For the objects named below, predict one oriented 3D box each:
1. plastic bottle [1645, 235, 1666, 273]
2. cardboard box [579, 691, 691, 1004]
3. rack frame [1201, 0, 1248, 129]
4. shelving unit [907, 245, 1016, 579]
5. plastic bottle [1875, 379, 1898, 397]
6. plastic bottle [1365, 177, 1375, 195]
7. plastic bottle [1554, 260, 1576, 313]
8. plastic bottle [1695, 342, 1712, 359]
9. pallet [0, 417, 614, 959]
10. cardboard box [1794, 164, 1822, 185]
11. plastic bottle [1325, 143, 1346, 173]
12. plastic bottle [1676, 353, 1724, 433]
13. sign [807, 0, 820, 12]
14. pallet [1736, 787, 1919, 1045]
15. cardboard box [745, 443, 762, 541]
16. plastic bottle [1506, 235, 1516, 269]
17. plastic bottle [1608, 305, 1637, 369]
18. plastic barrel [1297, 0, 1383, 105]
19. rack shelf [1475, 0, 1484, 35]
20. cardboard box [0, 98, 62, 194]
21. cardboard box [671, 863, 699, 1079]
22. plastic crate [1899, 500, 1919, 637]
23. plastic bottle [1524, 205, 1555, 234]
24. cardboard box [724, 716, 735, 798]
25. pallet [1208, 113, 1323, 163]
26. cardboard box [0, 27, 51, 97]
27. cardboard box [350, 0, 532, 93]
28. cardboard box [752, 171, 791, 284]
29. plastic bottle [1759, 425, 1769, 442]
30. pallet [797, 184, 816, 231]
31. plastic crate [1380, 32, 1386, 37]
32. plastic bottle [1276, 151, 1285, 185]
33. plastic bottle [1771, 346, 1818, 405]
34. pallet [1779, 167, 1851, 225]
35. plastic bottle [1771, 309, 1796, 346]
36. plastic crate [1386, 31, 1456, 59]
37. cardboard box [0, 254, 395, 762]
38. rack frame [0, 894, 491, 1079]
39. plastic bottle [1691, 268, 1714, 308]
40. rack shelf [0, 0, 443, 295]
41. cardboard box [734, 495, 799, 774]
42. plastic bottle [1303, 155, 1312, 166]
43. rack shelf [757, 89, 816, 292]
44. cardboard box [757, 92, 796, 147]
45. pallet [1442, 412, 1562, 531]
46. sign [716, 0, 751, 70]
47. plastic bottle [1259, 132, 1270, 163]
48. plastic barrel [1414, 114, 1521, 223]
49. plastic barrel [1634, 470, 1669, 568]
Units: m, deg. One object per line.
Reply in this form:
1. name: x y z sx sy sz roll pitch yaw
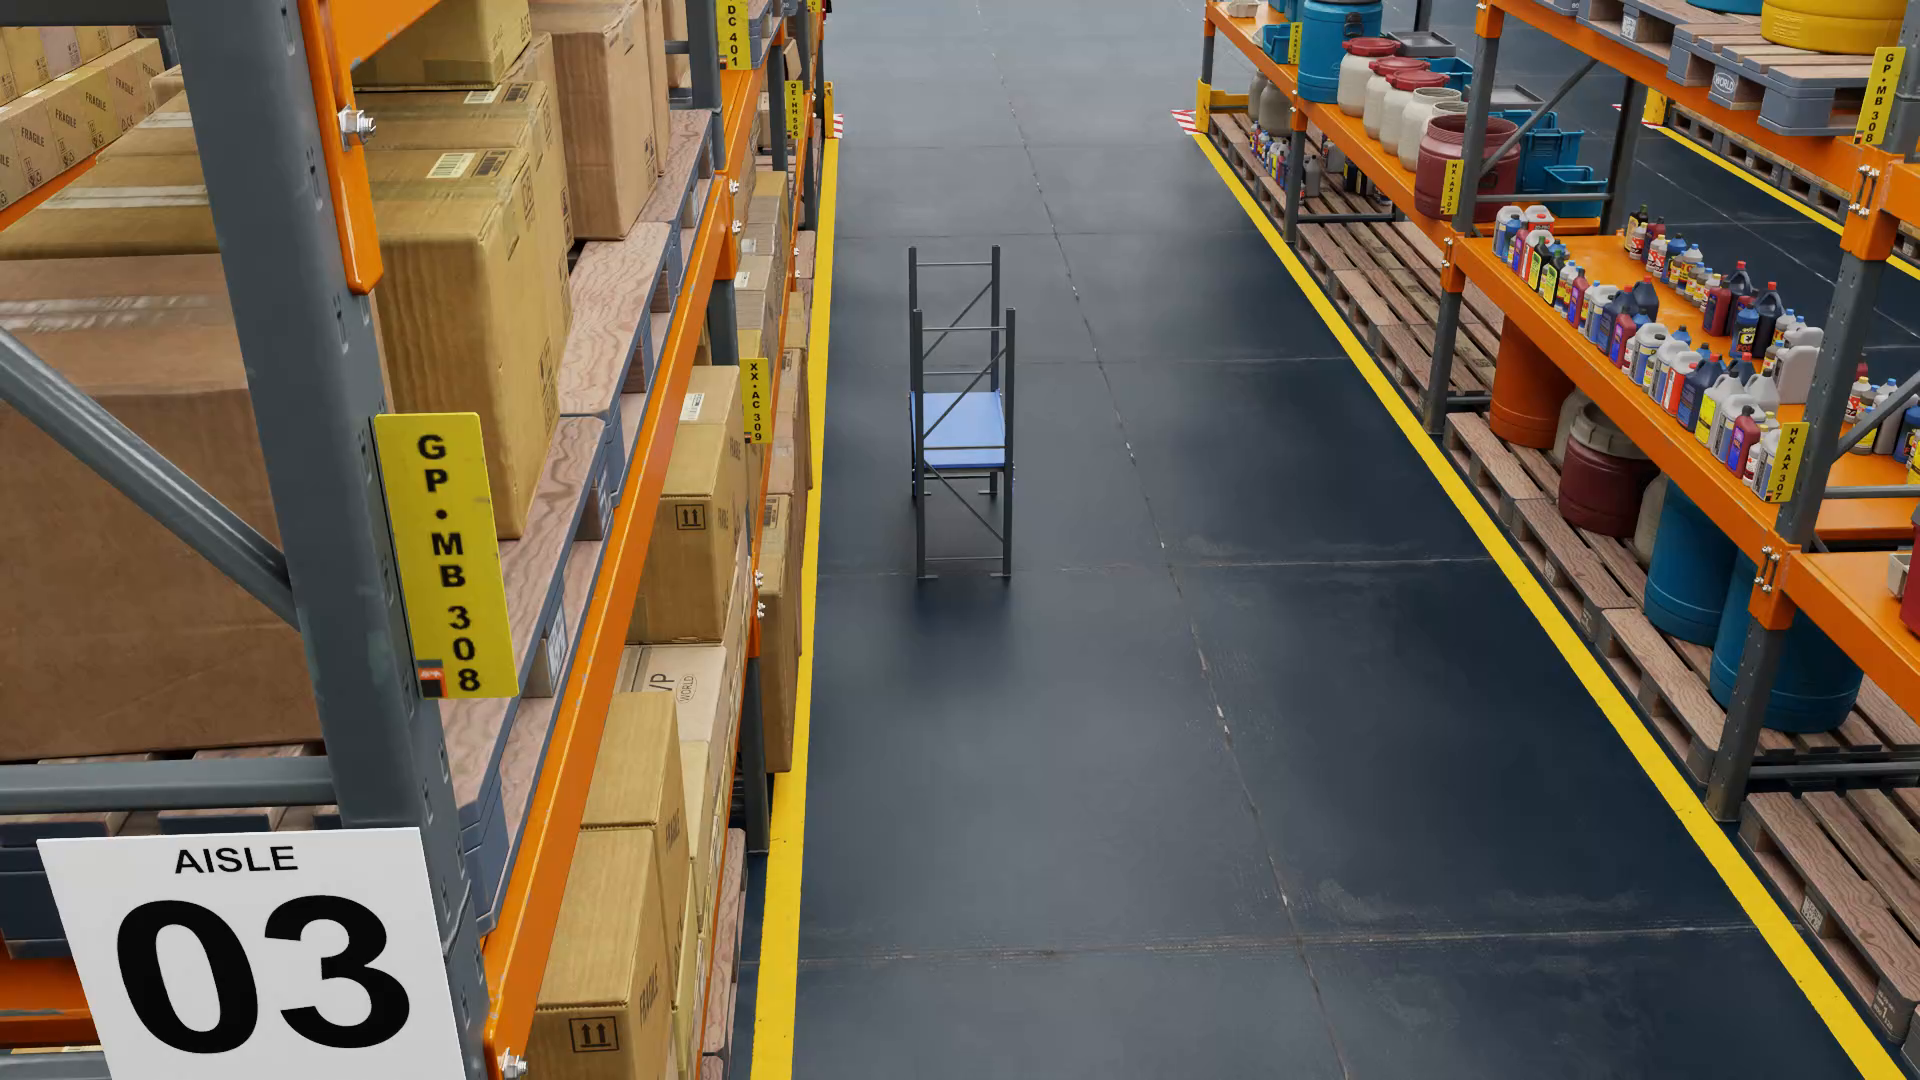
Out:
1. plastic bottle: 3.903 -1.604 9.296 0.097 0.201 0.097 0 28 0
2. cardboard box: -0.887 0.690 3.714 0.500 0.500 0.500 -2 28 -4
3. rack frame: 3.038 -5.723 16.979 1.000 3.000 0.127 -1 28 -3
4. shelving unit: -0.004 -0.704 8.979 0.538 1.500 1.048 -1 28 -3
5. plastic bottle: 4.023 -0.570 7.239 0.097 0.271 0.097 0 28 0
6. plastic bottle: 3.624 -3.170 14.553 0.152 0.276 0.135 0 28 -1
7. plastic bottle: 3.177 -1.328 8.691 0.097 0.271 0.097 0 28 0
8. plastic bottle: 3.392 -0.774 7.629 0.097 0.271 0.097 0 28 0
9. pallet: -1.122 0.153 2.566 1.003 0.211 1.213 -1 28 -3
10. cardboard box: 7.935 -3.401 15.046 0.500 0.250 0.500 -1 28 -3
11. plastic bottle: 3.440 -3.514 15.214 0.152 0.276 0.135 -1 28 -3
12. plastic bottle: 3.280 -0.661 7.328 0.144 0.351 0.185 -1 28 -3
13. sign: -1.145 -4.285 12.969 0.100 0.325 0.005 -1 28 -3
14. pallet: 3.742 1.394 6.349 1.003 0.211 1.213 -1 28 -3
15. cardboard box: -1.056 -0.324 6.520 0.500 0.500 0.500 -1 28 -2
16. plastic bottle: 3.139 -1.634 9.353 0.097 0.201 0.097 0 28 0
17. plastic bottle: 3.199 -0.980 8.012 0.061 0.283 0.133 -1 28 -3
18. plastic barrel: 2.964 -3.912 12.965 0.600 0.901 0.708 -1 28 -3
19. rack shelf: 3.351 -3.963 11.139 1.077 0.370 4.000 -1 28 -3
20. cardboard box: -6.258 -2.562 10.810 0.500 0.500 0.500 -1 28 -3
21. cardboard box: -0.885 1.020 3.891 0.500 0.250 0.500 -2 28 -4
22. plastic crate: 3.461 0.182 5.523 0.402 0.464 0.583 -1 28 -3
23. plastic bottle: 3.307 -1.770 9.533 0.152 0.276 0.135 -1 28 -3
24. cardboard box: -0.884 0.658 5.017 0.380 0.149 0.250 -1 28 -2
25. pallet: 3.126 -4.077 16.839 1.003 0.211 1.213 -1 28 -3
26. cardboard box: -6.546 -3.237 11.024 0.700 0.500 0.500 -2 28 -3
27. cardboard box: -1.168 -1.085 3.361 0.500 0.250 0.500 -2 28 -4
28. cardboard box: -1.217 -1.731 9.218 0.500 0.500 0.500 -1 28 -1
29. plastic bottle: 3.341 -0.383 6.956 0.097 0.201 0.097 0 28 0
30. pallet: -1.770 -2.829 14.446 1.003 0.211 1.213 -1 28 -3
31. plastic crate: 3.458 -4.415 14.701 0.450 0.188 0.662 -1 28 -3
32. plastic bottle: 2.865 -3.320 14.833 0.061 0.283 0.133 0 28 1
33. plastic bottle: 3.821 -0.773 7.623 0.152 0.276 0.135 -1 28 -3
34. pallet: 8.194 -3.126 15.014 1.003 0.211 1.213 -1 28 -3
35. plastic bottle: 3.977 -0.981 8.026 0.097 0.271 0.097 0 28 0
36. plastic crate: 3.578 -3.688 13.008 0.402 0.464 0.583 -1 28 -3
37. cardboard box: -1.154 -0.058 2.204 0.700 0.500 0.500 -3 28 -6
38. rack frame: -1.073 1.786 2.583 1.000 3.000 0.127 -1 28 -3
39. plastic bottle: 3.933 -1.334 8.779 0.097 0.201 0.097 0 28 0
40. rack shelf: -1.177 -1.302 3.225 1.077 0.370 4.000 -1 28 -3
41. cardboard box: -1.335 0.399 7.085 1.225 0.875 0.875 -1 28 -2
42. plastic bottle: 3.062 -3.257 14.721 0.152 0.276 0.135 -1 28 -3
43. rack shelf: -1.595 -2.514 11.604 1.077 0.370 4.000 -1 28 -3
44. cardboard box: -1.348 -2.808 11.099 0.500 0.250 0.500 -2 28 -4
45. pallet: 3.538 -0.429 9.844 1.003 0.211 1.213 -1 28 -3
46. sign: -0.728 -1.670 5.320 0.100 0.325 0.005 -1 28 -3
47. plastic bottle: 2.844 -3.659 15.496 0.097 0.271 0.097 0 28 0
48. plastic barrel: 3.129 -2.296 10.261 0.600 0.536 0.708 -1 28 -3
49. plastic barrel: 3.676 -0.106 8.446 0.421 0.512 0.421 0 28 0
